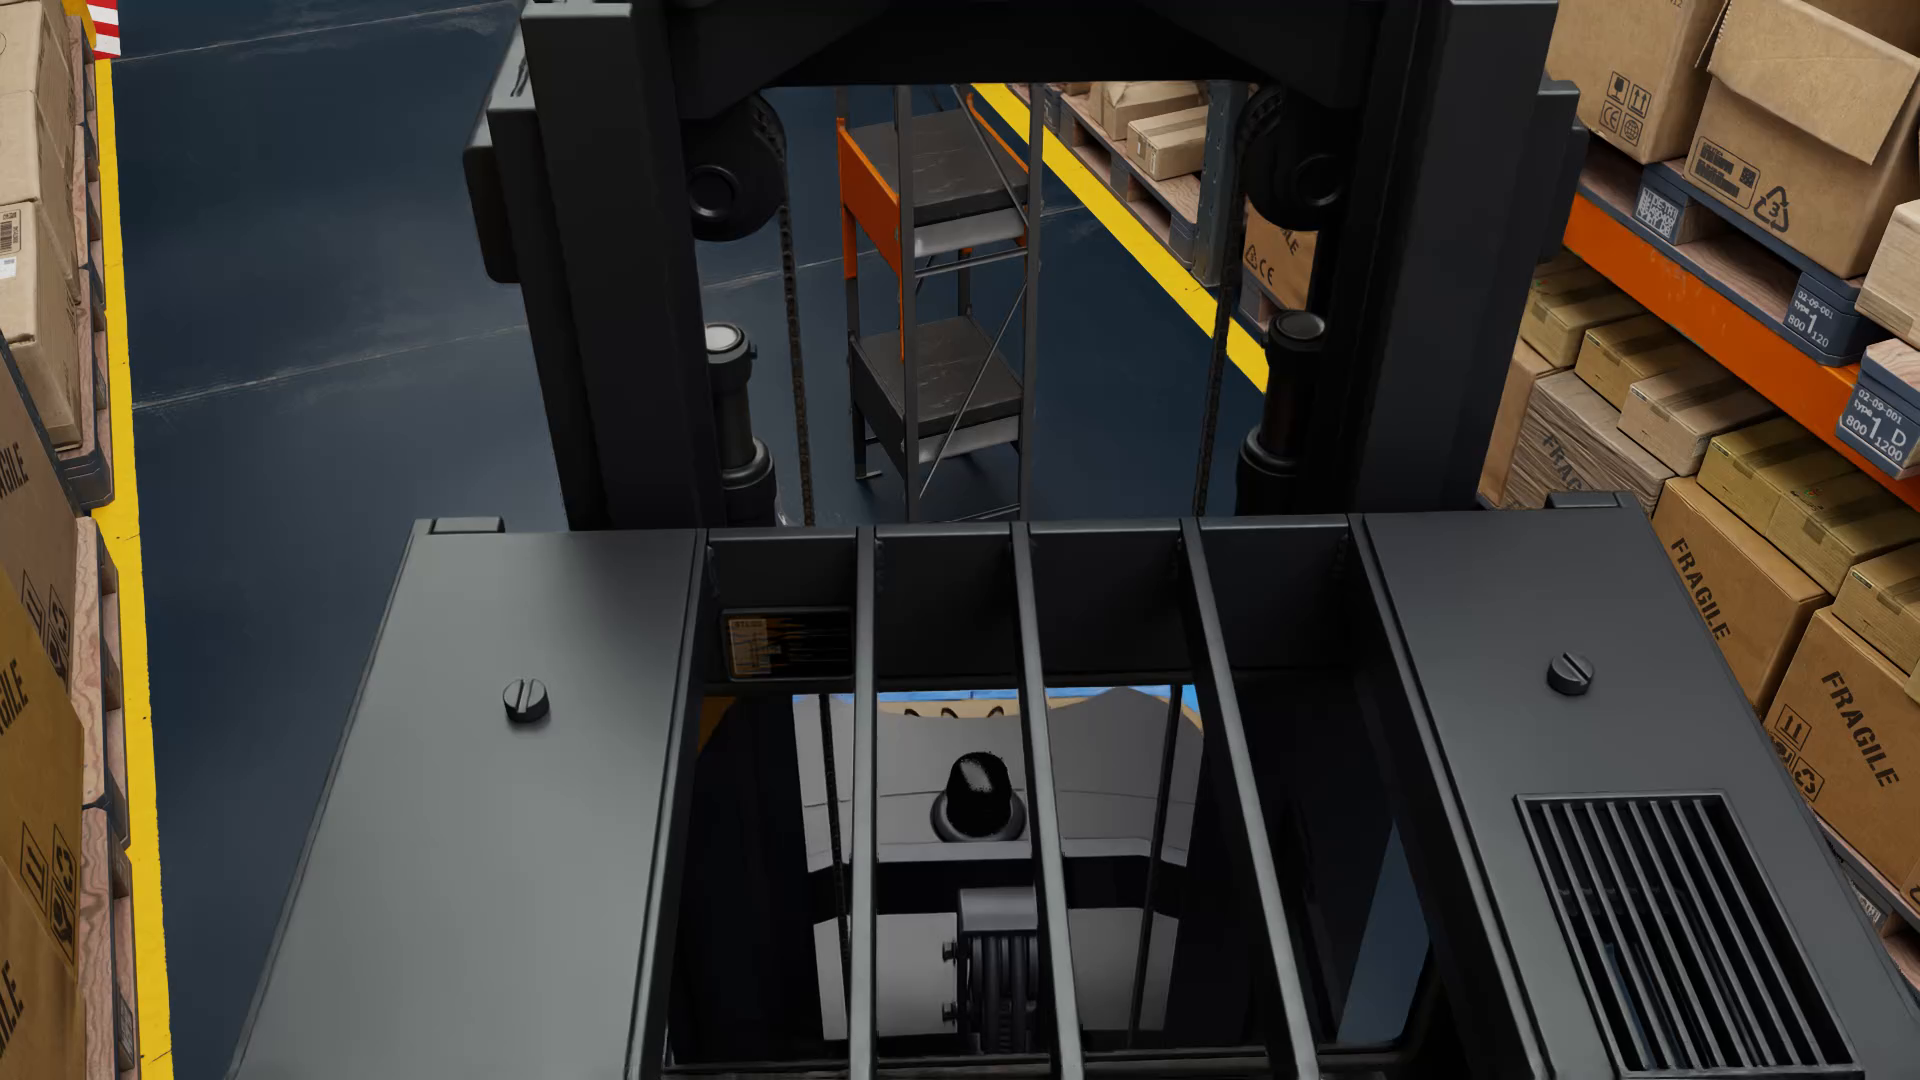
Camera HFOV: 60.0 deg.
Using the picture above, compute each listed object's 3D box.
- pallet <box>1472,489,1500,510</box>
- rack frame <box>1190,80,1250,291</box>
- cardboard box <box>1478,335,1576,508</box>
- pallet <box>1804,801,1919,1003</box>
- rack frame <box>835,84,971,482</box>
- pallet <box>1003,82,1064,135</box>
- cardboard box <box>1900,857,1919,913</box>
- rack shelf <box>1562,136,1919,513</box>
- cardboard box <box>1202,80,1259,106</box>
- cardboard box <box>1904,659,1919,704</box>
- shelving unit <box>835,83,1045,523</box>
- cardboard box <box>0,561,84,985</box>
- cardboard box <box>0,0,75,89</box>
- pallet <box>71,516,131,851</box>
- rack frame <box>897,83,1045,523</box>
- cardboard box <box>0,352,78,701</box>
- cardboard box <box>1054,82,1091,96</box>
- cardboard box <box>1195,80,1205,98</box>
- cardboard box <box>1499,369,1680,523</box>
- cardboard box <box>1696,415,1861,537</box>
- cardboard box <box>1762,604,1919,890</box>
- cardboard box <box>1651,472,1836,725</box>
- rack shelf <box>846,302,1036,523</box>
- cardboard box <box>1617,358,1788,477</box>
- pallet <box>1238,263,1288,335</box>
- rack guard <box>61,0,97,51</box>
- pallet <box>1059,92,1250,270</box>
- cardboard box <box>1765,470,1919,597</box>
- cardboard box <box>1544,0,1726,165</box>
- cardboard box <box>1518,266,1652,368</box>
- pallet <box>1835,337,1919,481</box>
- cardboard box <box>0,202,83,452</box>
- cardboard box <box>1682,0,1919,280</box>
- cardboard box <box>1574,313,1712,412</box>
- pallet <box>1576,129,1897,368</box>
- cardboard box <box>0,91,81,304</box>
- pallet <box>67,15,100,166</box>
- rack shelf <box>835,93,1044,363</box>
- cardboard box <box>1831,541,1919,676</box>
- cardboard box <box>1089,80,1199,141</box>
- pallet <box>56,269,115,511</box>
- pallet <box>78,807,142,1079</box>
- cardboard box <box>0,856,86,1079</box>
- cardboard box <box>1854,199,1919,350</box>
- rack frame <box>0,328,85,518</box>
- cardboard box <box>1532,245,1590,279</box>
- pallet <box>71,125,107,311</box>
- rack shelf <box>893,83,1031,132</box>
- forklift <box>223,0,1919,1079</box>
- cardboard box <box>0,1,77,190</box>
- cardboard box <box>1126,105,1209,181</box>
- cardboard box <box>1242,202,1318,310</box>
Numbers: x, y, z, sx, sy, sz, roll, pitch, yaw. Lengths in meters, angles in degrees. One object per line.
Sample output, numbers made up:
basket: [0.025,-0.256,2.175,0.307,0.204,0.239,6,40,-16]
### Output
pallet: [2.195,0.021,5.064,1.003,0.211,1.213,-15,43,-17]
rack frame: [1.378,-2.253,5.570,1.000,3.000,0.127,-15,43,-17]
cardboard box: [1.755,-0.497,5.123,0.500,0.500,0.500,-16,43,-18]
pallet: [2.658,0.754,4.211,1.003,0.211,1.213,-15,43,-17]
rack frame: [-0.157,-1.043,4.852,0.400,2.100,0.015,-15,43,-17]
pallet: [0.646,-2.346,7.816,1.003,0.211,1.213,-15,43,-17]
cardboard box: [2.548,0.744,3.680,0.500,0.500,0.500,-14,43,-16]
rack shelf: [2.143,-0.776,4.403,1.077,0.370,4.000,-15,43,-17]
cardboard box: [1.344,-1.850,6.841,0.500,0.311,0.500,-14,43,-15]
cardboard box: [2.352,0.308,3.689,0.380,0.149,0.250,-17,44,-19]
shelving unit: [-0.063,-0.896,4.681,0.431,2.100,0.503,-15,43,-17]
cardboard box: [-2.543,0.529,3.641,0.875,0.875,0.875,-14,43,-16]
cardboard box: [-4.392,-2.238,7.194,0.875,0.438,0.875,-17,43,-18]
pallet: [-2.842,0.490,4.518,1.003,0.211,1.213,-15,43,-17]
rack frame: [0.030,-0.749,4.510,0.400,2.100,0.015,-15,43,-17]
cardboard box: [-2.895,-0.013,4.272,0.875,0.875,0.875,-14,43,-16]
cardboard box: [0.682,-2.332,7.257,0.700,0.500,0.500,-17,43,-18]
cardboard box: [1.178,-2.050,7.198,0.380,0.149,0.250,-16,43,-17]
cardboard box: [1.948,-0.183,4.758,0.500,0.500,0.500,-17,43,-18]
cardboard box: [2.137,-0.182,4.259,0.380,0.149,0.250,-16,43,-17]
cardboard box: [2.366,0.440,4.033,0.500,0.500,0.500,-16,43,-17]
cardboard box: [2.164,0.125,4.399,0.500,0.500,0.500,-13,42,-15]
rack shelf: [-0.063,-0.355,5.147,0.431,0.518,0.480,-15,43,-17]
cardboard box: [2.004,-0.341,4.444,0.380,0.149,0.250,-17,44,-19]
pallet: [1.724,-0.715,5.920,1.003,0.211,1.213,-15,43,-17]
rack guard: [-4.746,-2.489,7.761,1.175,0.500,0.348,-15,43,-17]
pallet: [1.116,-1.610,6.960,1.003,0.211,1.213,-15,43,-17]
cardboard box: [2.233,-0.032,4.084,0.380,0.149,0.250,-14,43,-16]
cardboard box: [1.855,-1.319,4.084,0.700,0.500,0.500,-15,43,-17]
cardboard box: [1.827,-0.657,4.811,0.380,0.149,0.250,-14,43,-15]
pallet: [2.584,-0.162,3.285,1.213,0.211,1.003,-15,43,-17]
cardboard box: [-3.348,-0.606,5.297,0.875,0.438,0.875,-16,43,-17]
cardboard box: [2.113,-0.979,3.687,0.797,0.503,0.637,-16,43,-18]
cardboard box: [1.957,-0.502,4.631,0.380,0.149,0.250,-15,43,-17]
pallet: [2.160,-0.941,4.191,1.003,0.211,1.213,-15,43,-17]
cardboard box: [-3.691,-1.145,5.924,0.875,0.438,0.875,-16,43,-18]
pallet: [-4.359,-1.903,7.301,1.003,0.211,1.213,-15,43,-17]
rack shelf: [-0.063,-0.885,4.690,0.431,0.518,0.480,-15,43,-17]
cardboard box: [2.292,0.138,3.886,0.380,0.149,0.250,-16,43,-18]
cardboard box: [0.757,-1.853,6.879,0.396,0.266,0.258,-14,43,-15]
pallet: [-3.425,-0.433,5.592,1.003,0.211,1.213,-15,43,-17]
pallet: [-2.371,1.227,3.662,1.003,0.211,1.213,-15,43,-17]
cardboard box: [-2.201,1.068,3.015,0.875,0.875,0.875,-15,43,-16]
cardboard box: [2.206,-0.501,3.325,0.500,0.250,0.500,-17,44,-19]
rack frame: [-3.207,-1.013,4.127,1.000,3.000,0.127,-15,43,-17]
cardboard box: [1.734,-0.807,4.986,0.380,0.149,0.250,-15,43,-17]
pallet: [-3.896,-1.169,6.448,1.003,0.211,1.213,-15,43,-17]
rack shelf: [-0.063,-1.416,4.234,0.431,0.518,0.480,-15,43,-17]
forklift: [0.073,0.946,1.902,1.130,2.935,3.031,-1,41,-2]
cardboard box: [-4.034,-1.688,6.556,0.875,0.438,0.875,-14,43,-16]
cardboard box: [0.894,-1.594,6.668,0.380,0.149,0.250,-16,43,-18]
cardboard box: [1.355,-1.117,5.844,0.500,0.500,0.500,-13,42,-15]
